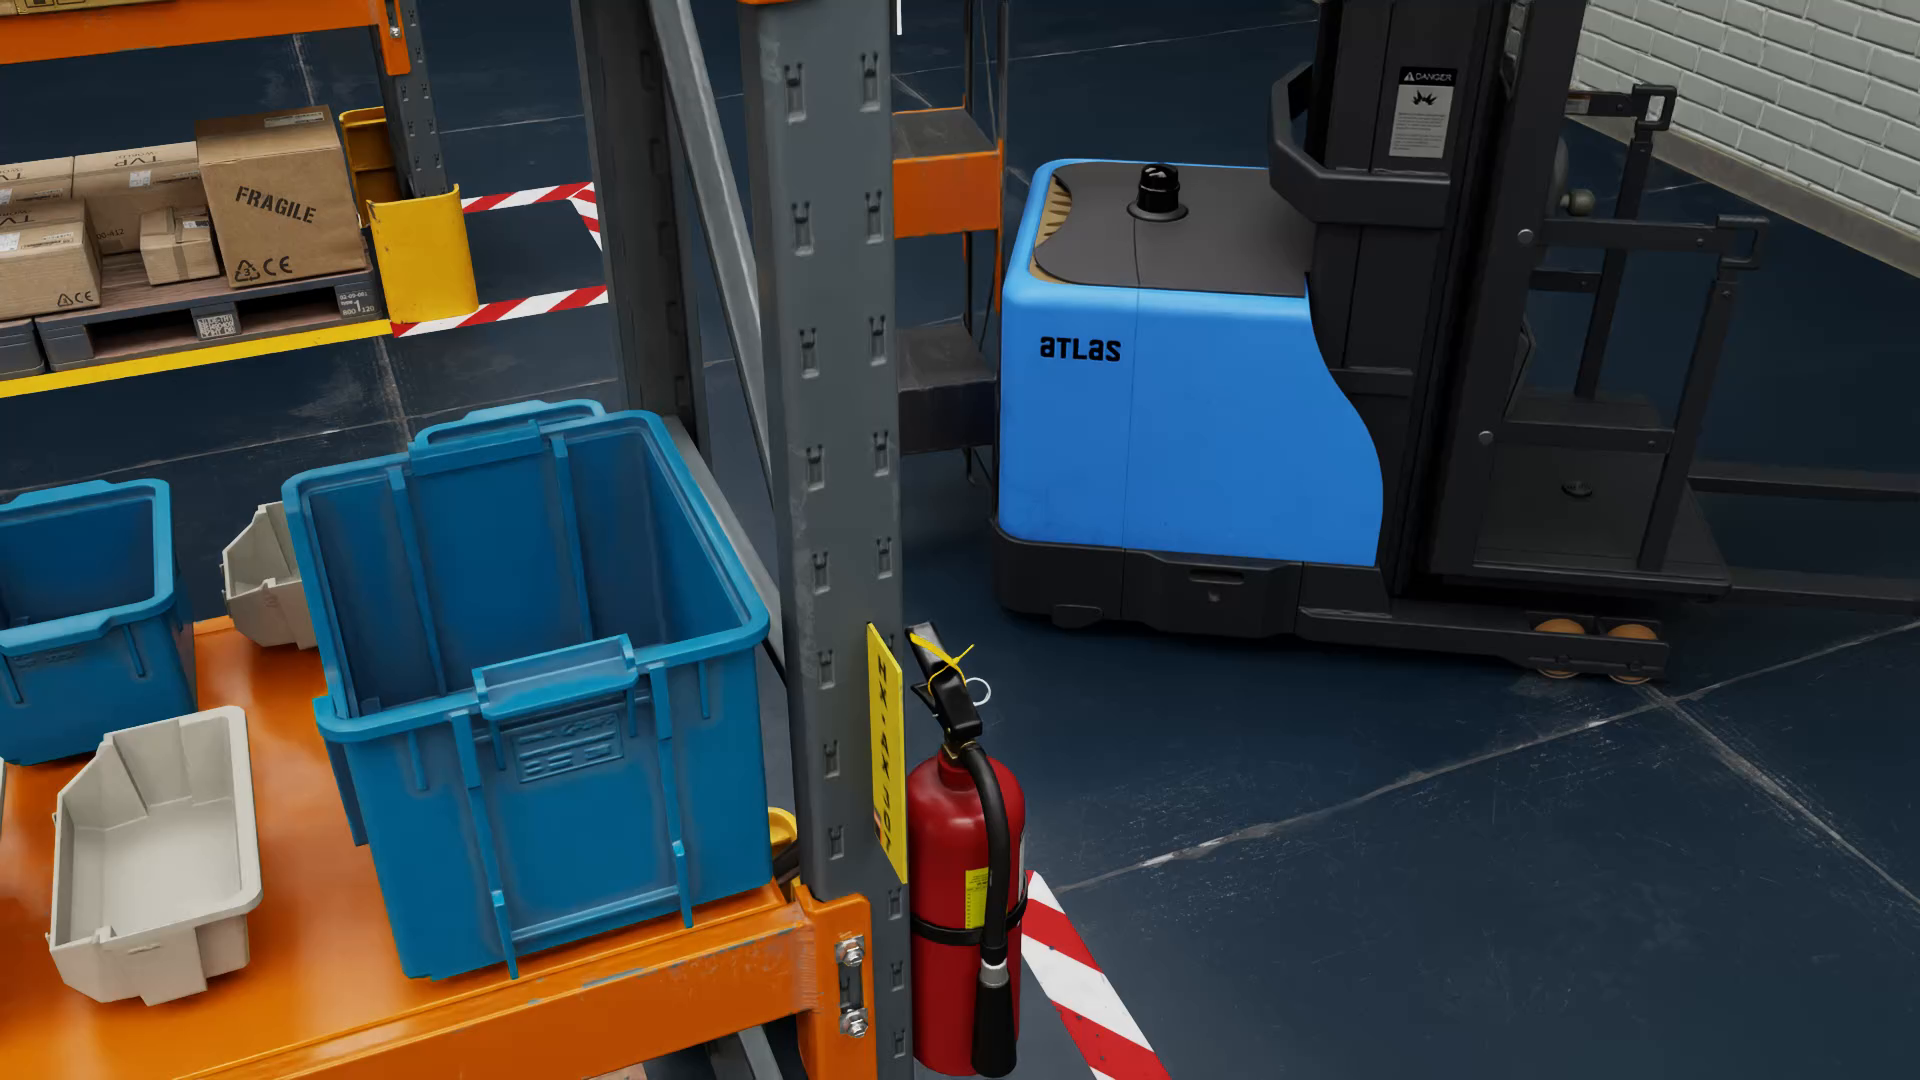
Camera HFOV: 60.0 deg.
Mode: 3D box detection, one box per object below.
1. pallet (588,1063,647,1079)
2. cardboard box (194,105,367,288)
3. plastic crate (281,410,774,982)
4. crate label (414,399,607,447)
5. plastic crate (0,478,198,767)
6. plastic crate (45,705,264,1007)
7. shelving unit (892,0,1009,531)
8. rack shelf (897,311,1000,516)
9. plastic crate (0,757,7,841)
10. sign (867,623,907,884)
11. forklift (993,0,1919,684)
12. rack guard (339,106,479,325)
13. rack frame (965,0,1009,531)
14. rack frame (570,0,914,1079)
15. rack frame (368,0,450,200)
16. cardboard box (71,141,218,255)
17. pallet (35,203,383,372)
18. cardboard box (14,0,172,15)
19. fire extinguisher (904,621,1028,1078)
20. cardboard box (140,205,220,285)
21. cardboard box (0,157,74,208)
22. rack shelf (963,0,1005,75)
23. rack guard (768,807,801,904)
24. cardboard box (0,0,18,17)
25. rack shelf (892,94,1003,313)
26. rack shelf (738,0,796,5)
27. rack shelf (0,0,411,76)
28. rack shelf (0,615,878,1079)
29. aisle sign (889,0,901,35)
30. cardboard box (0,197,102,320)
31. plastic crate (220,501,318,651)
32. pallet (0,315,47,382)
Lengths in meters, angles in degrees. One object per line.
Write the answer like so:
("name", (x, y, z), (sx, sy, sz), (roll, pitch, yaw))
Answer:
("pallet", (-1.089, 1.374, 2.945), (1.213, 0.211, 1.003), (-13, 35, -19))
("cardboard box", (-2.633, -1.339, 6.446), (0.500, 0.500, 0.500), (-13, 35, -19))
("plastic crate", (-0.550, 0.175, 2.143), (0.499, 0.435, 0.616), (-13, 35, -19))
("crate label", (-0.668, -0.018, 2.625), (0.303, 0.233, 0.416), (-13, 35, -19))
("plastic crate", (-1.275, 0.121, 2.412), (0.300, 0.233, 0.416), (-13, 35, -19))
("plastic crate", (-0.995, 0.399, 2.073), (0.243, 0.136, 0.396), (-13, 35, -19))
("shelving unit", (-0.164, -0.966, 4.810), (0.503, 2.100, 0.431), (-8, 34, -12))
("rack shelf", (-0.164, -0.368, 5.199), (0.480, 0.518, 0.431), (-8, 34, -12))
("plastic crate", (-1.268, 0.453, 1.990), (0.243, 0.136, 0.396), (-13, 35, -19))
("sign", (-0.085, 0.255, 1.957), (0.005, 0.325, 0.100), (-13, 35, -19))
("forklift", (1.656, -1.137, 4.310), (3.031, 2.935, 1.130), (4, 33, 7))
("rack guard", (-2.297, -1.377, 6.908), (0.348, 0.500, 1.175), (-13, 35, -19))
("rack frame", (0.072, -0.999, 4.860), (0.015, 2.100, 0.400), (-8, 34, -12))
("rack frame", (-0.313, 0.051, 2.422), (0.127, 3.000, 1.000), (-13, 35, -19))
("rack frame", (-2.227, -2.441, 6.251), (0.127, 3.000, 1.000), (-13, 35, -19))
("cardboard box", (-3.299, -1.395, 6.762), (0.500, 0.250, 0.500), (-13, 35, -19))
("pallet", (-3.032, -1.087, 6.728), (1.213, 0.211, 1.003), (-13, 35, -19))
("cardboard box", (-3.012, -2.140, 5.697), (0.500, 0.500, 0.500), (-13, 35, -19))
("fire extinguisher", (0.002, 0.436, 2.242), (0.183, 0.674, 0.296), (-13, 35, -19))
("cardboard box", (-3.042, -1.159, 6.475), (0.250, 0.166, 0.380), (-13, 35, -19))
("cardboard box", (-3.760, -1.290, 6.599), (0.500, 0.250, 0.500), (-13, 35, -19))
("rack shelf", (-0.164, -1.542, 4.436), (0.480, 0.518, 0.431), (-8, 34, -12))
("rack guard", (-0.296, 1.087, 3.121), (0.348, 0.500, 1.175), (-13, 35, -19))
("cardboard box", (-3.474, -2.038, 5.540), (0.500, 0.500, 0.500), (-13, 35, -19))
("rack shelf", (-0.164, -0.955, 4.817), (0.480, 0.518, 0.431), (-8, 34, -12))
("rack shelf", (-2.157, -0.483, 1.151), (4.000, 0.370, 1.077), (-13, 35, -19))
("rack shelf", (-4.071, -1.717, 5.798), (4.000, 0.370, 1.077), (-13, 35, -19))
("rack shelf", (-2.157, 0.774, 1.969), (4.000, 0.370, 1.077), (-13, 35, -19))
("aisle sign", (-0.133, -0.907, 1.510), (0.004, 0.787, 0.394), (-13, 35, -19))
("cardboard box", (-3.521, -1.049, 6.229), (0.500, 0.250, 0.500), (-13, 35, -19))
("plastic crate", (-0.996, 0.049, 2.612), (0.298, 0.136, 0.250), (-13, 35, -19))
("pallet", (-4.155, -0.832, 6.335), (1.213, 0.211, 1.003), (-13, 35, -19))
